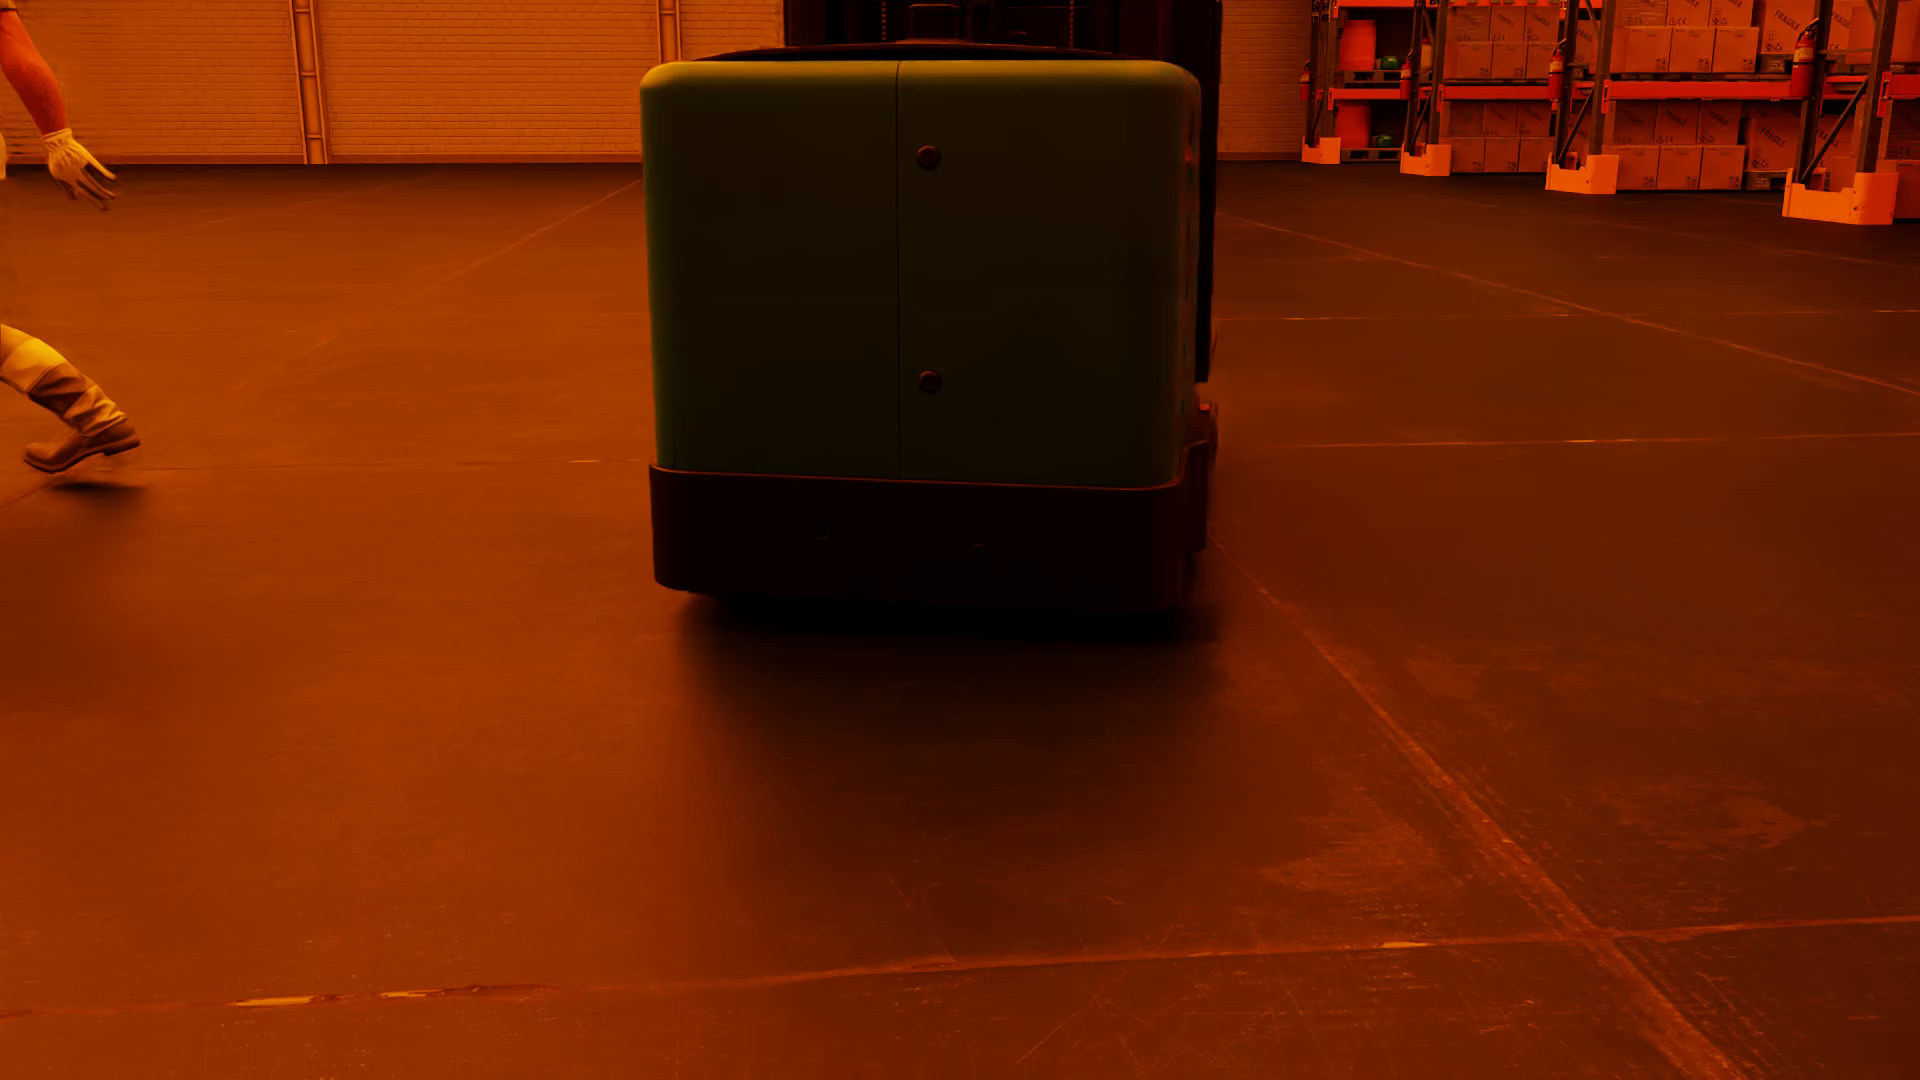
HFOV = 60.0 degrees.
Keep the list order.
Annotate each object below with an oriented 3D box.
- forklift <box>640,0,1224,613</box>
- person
[{"bbox_3d":[0.146,-1.607,4.284,1.130,2.935,3.031,3,15,10],"label":"forklift"},{"bbox_3d":[-2.626,-0.940,4.240,0.933,1.698,0.569,-4,15,-16],"label":"person"}]
